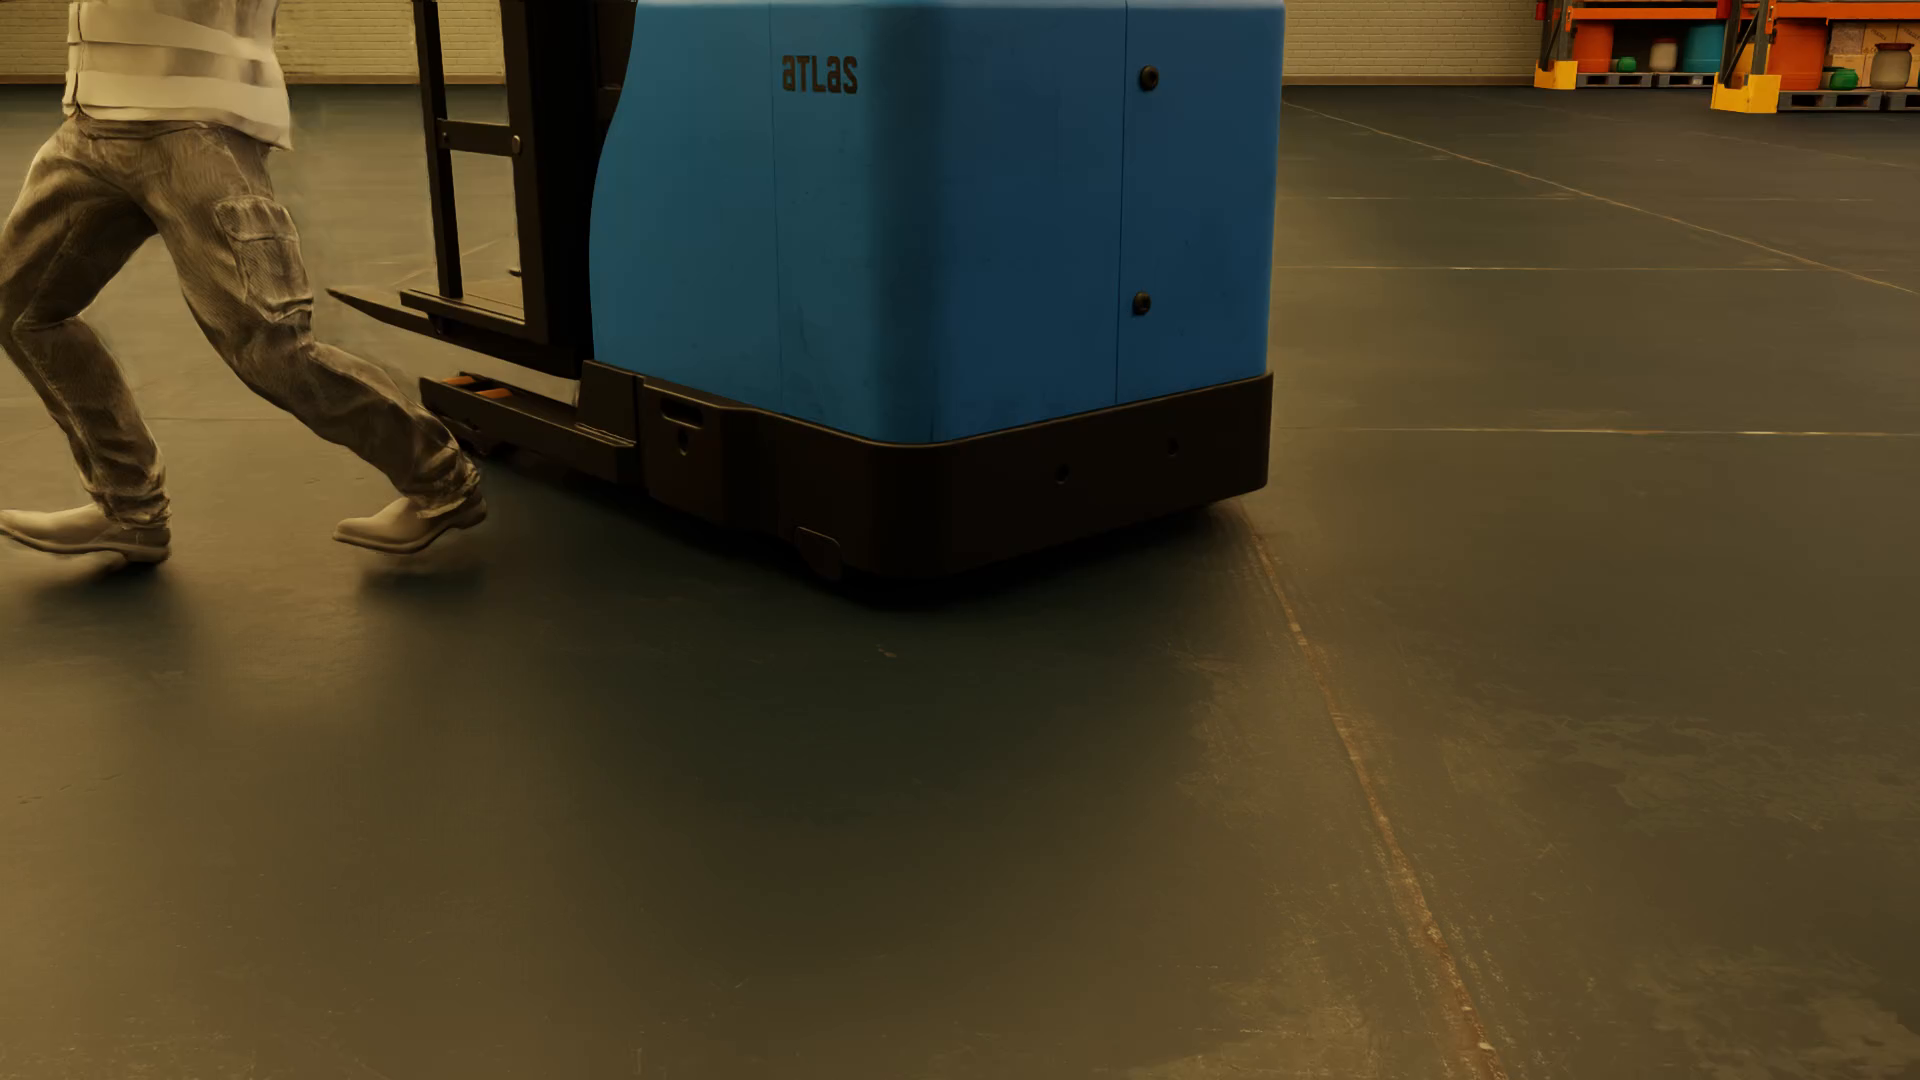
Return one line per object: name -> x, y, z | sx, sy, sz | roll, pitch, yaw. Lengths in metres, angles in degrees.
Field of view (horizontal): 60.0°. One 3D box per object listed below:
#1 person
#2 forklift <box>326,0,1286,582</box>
person -> -1.461, -0.740, 2.981 | 0.803, 1.659, 0.869 | 16, 23, 41
forklift -> -0.698, -1.689, 3.867 | 1.130, 2.935, 3.031 | -15, 22, -39
